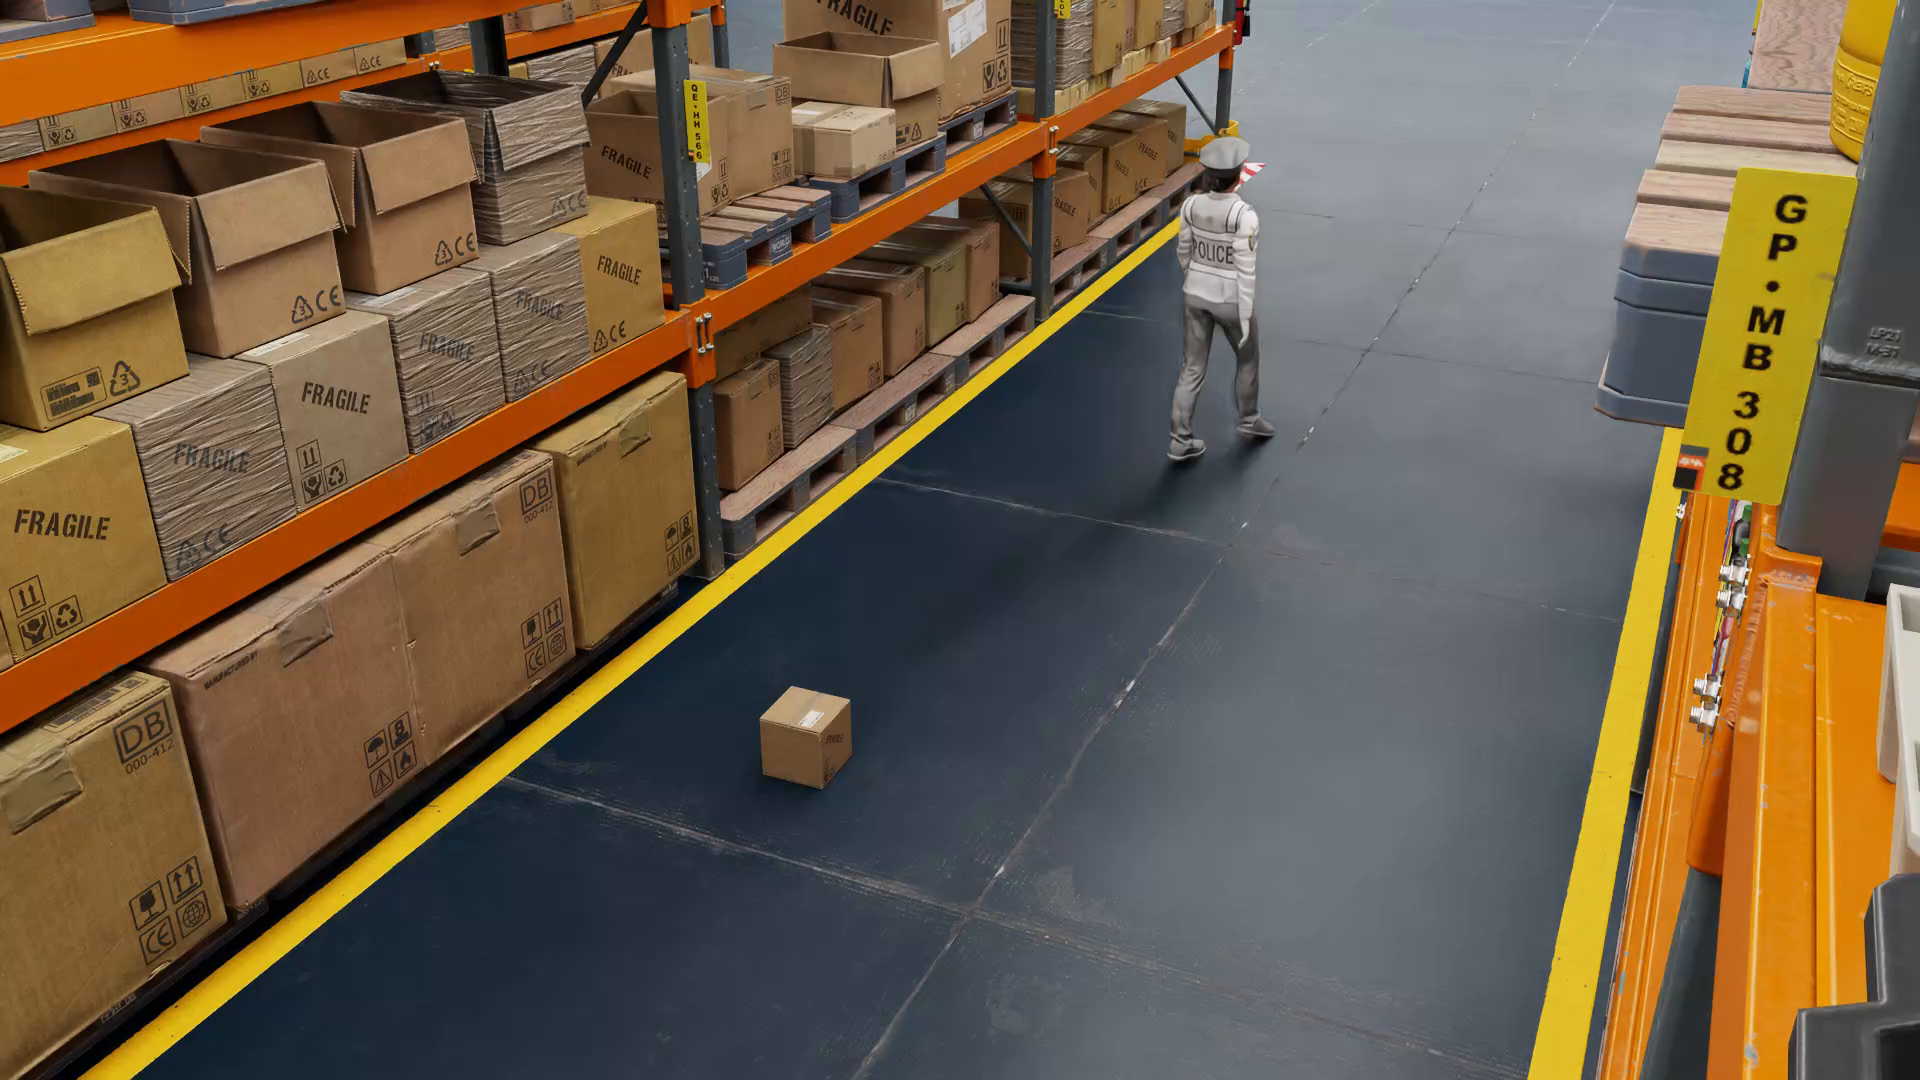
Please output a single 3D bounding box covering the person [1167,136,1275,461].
[{"bbox_3d":[1.372,-1.258,8.620,0.510,1.689,0.790,18,32,32],"label":"person"}]
